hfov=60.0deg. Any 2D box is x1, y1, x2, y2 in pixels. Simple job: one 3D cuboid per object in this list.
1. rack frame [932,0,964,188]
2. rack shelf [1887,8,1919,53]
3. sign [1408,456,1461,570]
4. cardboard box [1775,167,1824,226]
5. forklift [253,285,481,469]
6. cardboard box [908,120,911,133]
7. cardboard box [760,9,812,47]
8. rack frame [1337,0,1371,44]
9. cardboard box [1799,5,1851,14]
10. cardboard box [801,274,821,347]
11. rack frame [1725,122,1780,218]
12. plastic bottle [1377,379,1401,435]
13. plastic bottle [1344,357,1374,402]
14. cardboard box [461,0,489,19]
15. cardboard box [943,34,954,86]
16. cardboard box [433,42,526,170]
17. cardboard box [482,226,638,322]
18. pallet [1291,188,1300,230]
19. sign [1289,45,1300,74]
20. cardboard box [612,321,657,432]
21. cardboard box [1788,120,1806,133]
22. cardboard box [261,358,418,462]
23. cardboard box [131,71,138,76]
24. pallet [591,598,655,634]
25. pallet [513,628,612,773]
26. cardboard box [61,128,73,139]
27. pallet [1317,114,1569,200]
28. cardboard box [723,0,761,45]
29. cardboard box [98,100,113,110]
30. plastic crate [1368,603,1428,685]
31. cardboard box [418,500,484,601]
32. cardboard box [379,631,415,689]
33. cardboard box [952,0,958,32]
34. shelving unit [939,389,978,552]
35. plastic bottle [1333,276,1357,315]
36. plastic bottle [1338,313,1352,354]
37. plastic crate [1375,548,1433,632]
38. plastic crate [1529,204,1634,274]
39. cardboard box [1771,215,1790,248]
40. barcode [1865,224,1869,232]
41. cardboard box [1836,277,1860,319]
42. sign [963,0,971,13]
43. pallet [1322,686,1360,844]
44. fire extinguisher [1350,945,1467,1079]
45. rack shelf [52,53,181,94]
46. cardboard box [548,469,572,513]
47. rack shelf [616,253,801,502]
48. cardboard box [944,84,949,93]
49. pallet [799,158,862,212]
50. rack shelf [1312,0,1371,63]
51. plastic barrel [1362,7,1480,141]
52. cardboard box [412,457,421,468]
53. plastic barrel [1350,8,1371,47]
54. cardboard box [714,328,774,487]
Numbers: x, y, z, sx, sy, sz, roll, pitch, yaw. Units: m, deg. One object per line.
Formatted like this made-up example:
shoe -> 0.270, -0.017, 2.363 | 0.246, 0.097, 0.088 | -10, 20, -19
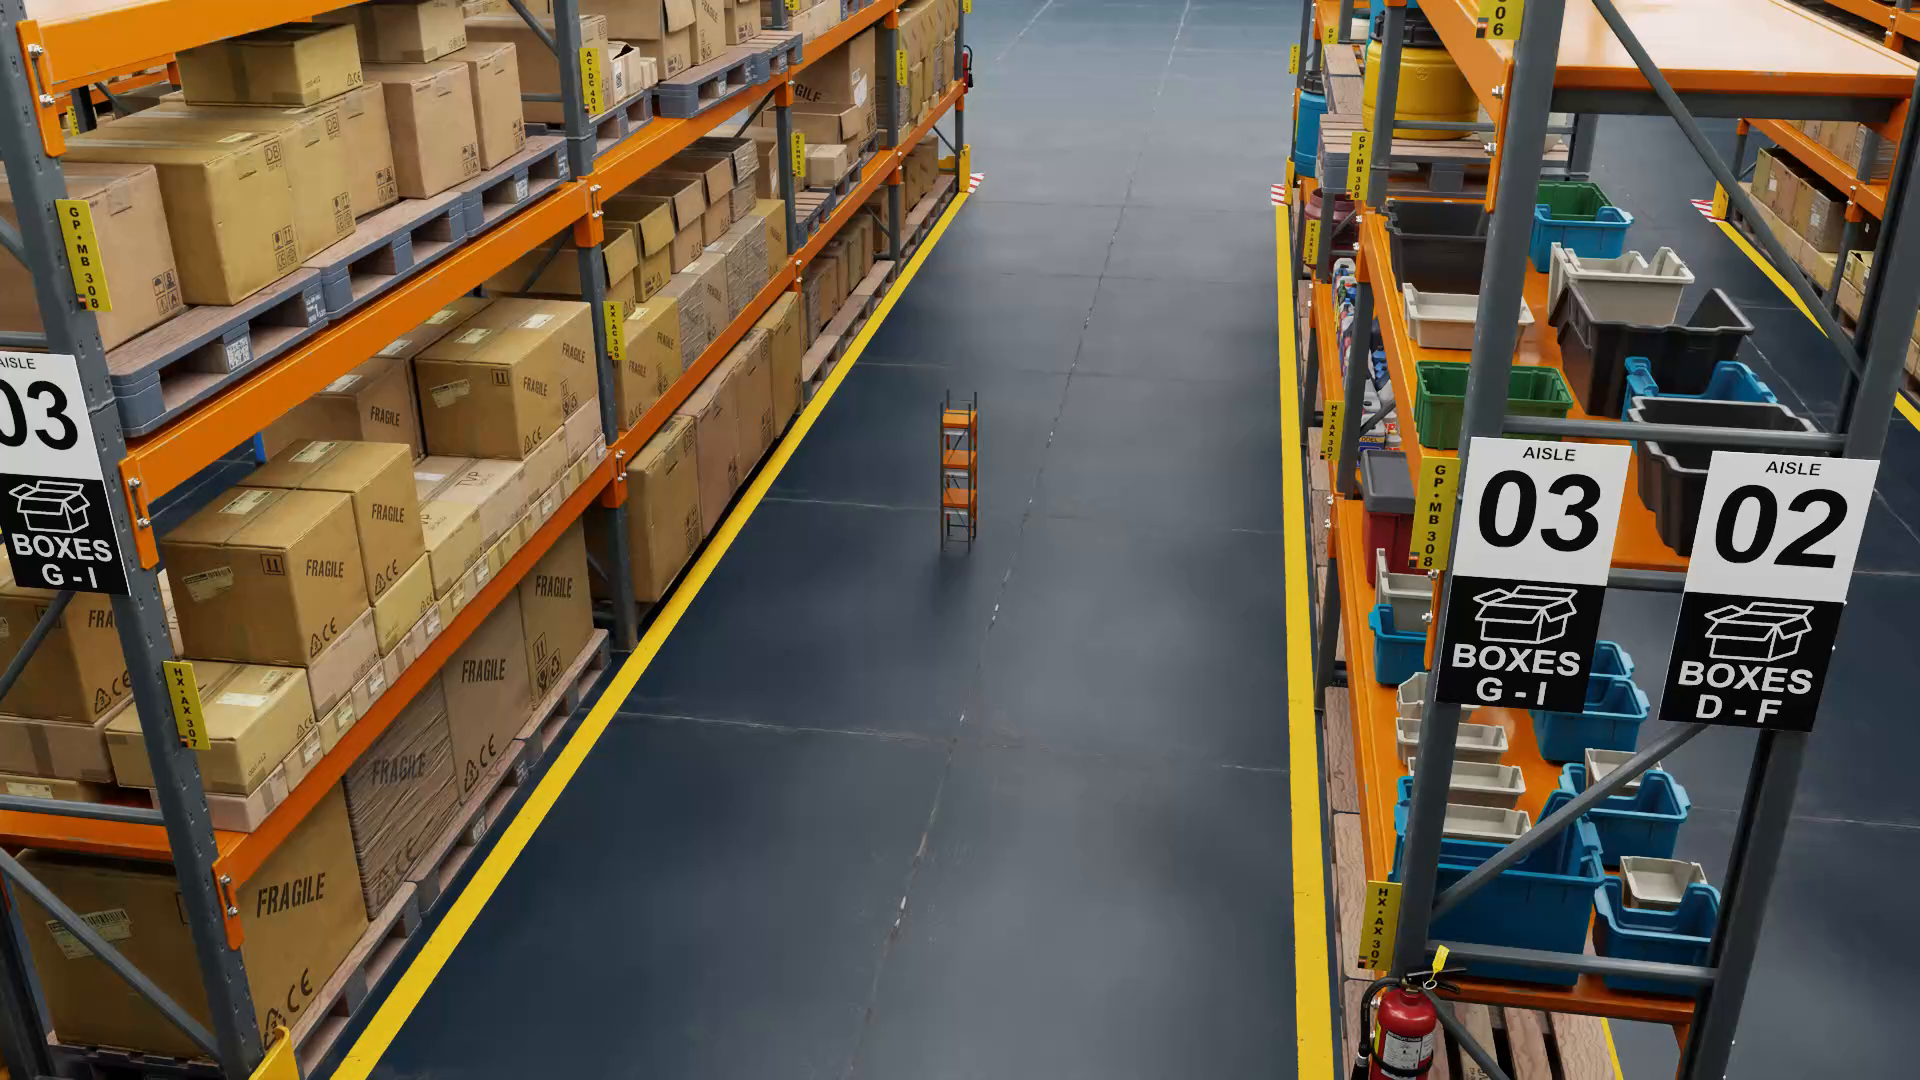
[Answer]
rack frame -> -0.459, -5.762, 20.021 | 1.000, 3.000, 0.127 | 4, 25, 9
rack shelf -> 8.333, -3.597, 12.706 | 1.077, 0.370, 4.000 | 4, 25, 9
sign -> 1.267, -0.069, 4.444 | 0.100, 0.325, 0.005 | 4, 25, 9
cardboard box -> 8.759, -3.522, 17.100 | 0.500, 0.500, 0.500 | 4, 25, 9
forklift -> -4.252, -2.195, 12.481 | 1.130, 2.935, 3.031 | 4, 25, 8
cardboard box -> -0.714, -4.254, 17.096 | 0.380, 0.149, 0.250 | 4, 25, 9
cardboard box -> -1.439, -3.885, 12.651 | 0.500, 0.250, 0.500 | 4, 25, 9
rack frame -> 3.120, -4.790, 10.868 | 1.000, 3.000, 0.127 | 4, 25, 9
cardboard box -> 9.135, -5.270, 17.321 | 0.700, 0.500, 0.500 | 3, 25, 7
cardboard box -> -1.599, -1.997, 14.408 | 0.700, 0.500, 0.500 | 2, 25, 4
rack frame -> 9.313, -5.074, 18.551 | 1.000, 3.000, 0.127 | 4, 25, 9
plastic bottle -> 2.436, -0.774, 9.424 | 0.144, 0.351, 0.185 | 4, 25, 9
plastic bottle -> 2.376, -0.951, 9.889 | 0.152, 0.276, 0.135 | 4, 25, 9
cardboard box -> -5.696, -5.638, 18.306 | 0.875, 0.550, 0.550 | 4, 25, 9
cardboard box -> -0.539, -5.496, 18.984 | 0.875, 0.500, 0.500 | 4, 25, 9
cardboard box -> -2.489, -2.051, 7.823 | 0.700, 0.500, 0.500 | 3, 25, 5
cardboard box -> -2.324, -1.510, 9.636 | 0.797, 0.503, 0.637 | 3, 25, 7
pallet -> 4.323, -3.781, 19.079 | 1.003, 0.211, 1.213 | 4, 25, 9
sign -> 3.885, -5.584, 19.314 | 0.100, 0.325, 0.005 | 4, 25, 9
cardboard box -> -2.098, -0.963, 9.651 | 0.500, 0.500, 0.500 | 4, 25, 9
cardboard box -> 9.057, -4.497, 17.202 | 0.700, 0.500, 0.500 | 4, 25, 9
cardboard box -> -2.919, -0.543, 7.814 | 0.500, 0.500, 0.500 | 3, 25, 7
cardboard box -> -10.274, -5.737, 20.264 | 0.380, 0.149, 0.250 | 4, 25, 9
pallet -> -2.368, 0.192, 10.590 | 1.003, 0.211, 1.213 | 4, 25, 9
pallet -> -2.622, 0.833, 9.222 | 1.003, 0.211, 1.213 | 4, 25, 9
cardboard box -> -10.451, -4.512, 19.216 | 0.500, 0.500, 0.500 | 5, 26, 11
pallet -> 2.498, -2.007, 8.684 | 1.213, 0.211, 1.003 | 4, 25, 9
cardboard box -> -1.795, -3.751, 11.570 | 0.797, 0.503, 0.637 | 6, 26, 12
cardboard box -> -10.192, -5.300, 20.133 | 0.380, 0.149, 0.250 | 5, 26, 11
plastic crate -> 1.895, 0.445, 6.887 | 0.416, 0.233, 0.300 | 4, 25, 9
cardboard box -> -2.485, 0.035, 7.463 | 0.500, 0.250, 0.500 | 4, 25, 7
cardboard box -> -2.524, 0.489, 6.964 | 0.380, 0.149, 0.250 | 4, 25, 7
cardboard box -> -0.305, -6.147, 19.196 | 0.500, 0.500, 0.500 | 4, 25, 9
shelving unit -> -0.009, -0.453, 10.980 | 0.215, 1.050, 0.252 | 4, 25, 9
plastic bottle -> 2.655, -1.664, 11.413 | 0.152, 0.276, 0.135 | 4, 25, 9
plastic bottle -> 2.496, -1.326, 10.696 | 0.097, 0.271, 0.097 | 0, 25, 0
plastic crate -> 2.035, 0.253, 7.241 | 0.437, 0.282, 0.530 | 4, 25, 9
plastic crate -> 2.632, -1.279, 7.104 | 0.416, 0.233, 0.300 | 4, 25, 9
cardboard box -> 8.760, -3.182, 17.259 | 0.500, 0.250, 0.500 | 4, 25, 9
barcode -> 8.207, -2.825, 15.044 | 0.001, 0.075, 0.075 | 4, 25, 9
cardboard box -> 8.349, -2.194, 15.147 | 0.500, 0.250, 0.500 | 3, 25, 7
sign -> 0.085, -6.382, 19.608 | 0.100, 0.325, 0.005 | 4, 25, 9
pallet -> 2.384, 1.174, 8.494 | 1.003, 0.211, 1.213 | 4, 25, 9
fire extinguisher -> 1.339, 1.509, 5.019 | 0.296, 0.674, 0.183 | 4, 25, 9
rack shelf -> -6.970, -2.998, 11.426 | 1.077, 0.370, 4.000 | 4, 25, 9
cardboard box -> -2.231, -0.264, 8.571 | 0.380, 0.149, 0.250 | 4, 25, 8
rack shelf -> -2.093, -1.253, 11.238 | 1.077, 0.370, 4.000 | 4, 25, 9
cardboard box -> -0.334, -5.302, 19.334 | 0.380, 0.149, 0.250 | 4, 25, 9
pallet -> -1.483, -3.160, 14.688 | 1.003, 0.211, 1.213 | 4, 25, 9
rack shelf -> 3.447, -3.942, 13.443 | 1.077, 0.370, 4.000 | 4, 25, 9
plastic barrel -> 2.415, -2.429, 8.646 | 0.600, 0.588, 0.600 | 0, 25, 0
cardboard box -> -2.921, -0.206, 7.979 | 0.500, 0.250, 0.500 | 5, 25, 10
plastic barrel -> 3.097, -3.916, 12.704 | 0.301, 0.262, 0.301 | 0, 25, 0
cardboard box -> -2.053, -0.984, 11.825 | 1.225, 0.875, 0.875 | 4, 25, 9
